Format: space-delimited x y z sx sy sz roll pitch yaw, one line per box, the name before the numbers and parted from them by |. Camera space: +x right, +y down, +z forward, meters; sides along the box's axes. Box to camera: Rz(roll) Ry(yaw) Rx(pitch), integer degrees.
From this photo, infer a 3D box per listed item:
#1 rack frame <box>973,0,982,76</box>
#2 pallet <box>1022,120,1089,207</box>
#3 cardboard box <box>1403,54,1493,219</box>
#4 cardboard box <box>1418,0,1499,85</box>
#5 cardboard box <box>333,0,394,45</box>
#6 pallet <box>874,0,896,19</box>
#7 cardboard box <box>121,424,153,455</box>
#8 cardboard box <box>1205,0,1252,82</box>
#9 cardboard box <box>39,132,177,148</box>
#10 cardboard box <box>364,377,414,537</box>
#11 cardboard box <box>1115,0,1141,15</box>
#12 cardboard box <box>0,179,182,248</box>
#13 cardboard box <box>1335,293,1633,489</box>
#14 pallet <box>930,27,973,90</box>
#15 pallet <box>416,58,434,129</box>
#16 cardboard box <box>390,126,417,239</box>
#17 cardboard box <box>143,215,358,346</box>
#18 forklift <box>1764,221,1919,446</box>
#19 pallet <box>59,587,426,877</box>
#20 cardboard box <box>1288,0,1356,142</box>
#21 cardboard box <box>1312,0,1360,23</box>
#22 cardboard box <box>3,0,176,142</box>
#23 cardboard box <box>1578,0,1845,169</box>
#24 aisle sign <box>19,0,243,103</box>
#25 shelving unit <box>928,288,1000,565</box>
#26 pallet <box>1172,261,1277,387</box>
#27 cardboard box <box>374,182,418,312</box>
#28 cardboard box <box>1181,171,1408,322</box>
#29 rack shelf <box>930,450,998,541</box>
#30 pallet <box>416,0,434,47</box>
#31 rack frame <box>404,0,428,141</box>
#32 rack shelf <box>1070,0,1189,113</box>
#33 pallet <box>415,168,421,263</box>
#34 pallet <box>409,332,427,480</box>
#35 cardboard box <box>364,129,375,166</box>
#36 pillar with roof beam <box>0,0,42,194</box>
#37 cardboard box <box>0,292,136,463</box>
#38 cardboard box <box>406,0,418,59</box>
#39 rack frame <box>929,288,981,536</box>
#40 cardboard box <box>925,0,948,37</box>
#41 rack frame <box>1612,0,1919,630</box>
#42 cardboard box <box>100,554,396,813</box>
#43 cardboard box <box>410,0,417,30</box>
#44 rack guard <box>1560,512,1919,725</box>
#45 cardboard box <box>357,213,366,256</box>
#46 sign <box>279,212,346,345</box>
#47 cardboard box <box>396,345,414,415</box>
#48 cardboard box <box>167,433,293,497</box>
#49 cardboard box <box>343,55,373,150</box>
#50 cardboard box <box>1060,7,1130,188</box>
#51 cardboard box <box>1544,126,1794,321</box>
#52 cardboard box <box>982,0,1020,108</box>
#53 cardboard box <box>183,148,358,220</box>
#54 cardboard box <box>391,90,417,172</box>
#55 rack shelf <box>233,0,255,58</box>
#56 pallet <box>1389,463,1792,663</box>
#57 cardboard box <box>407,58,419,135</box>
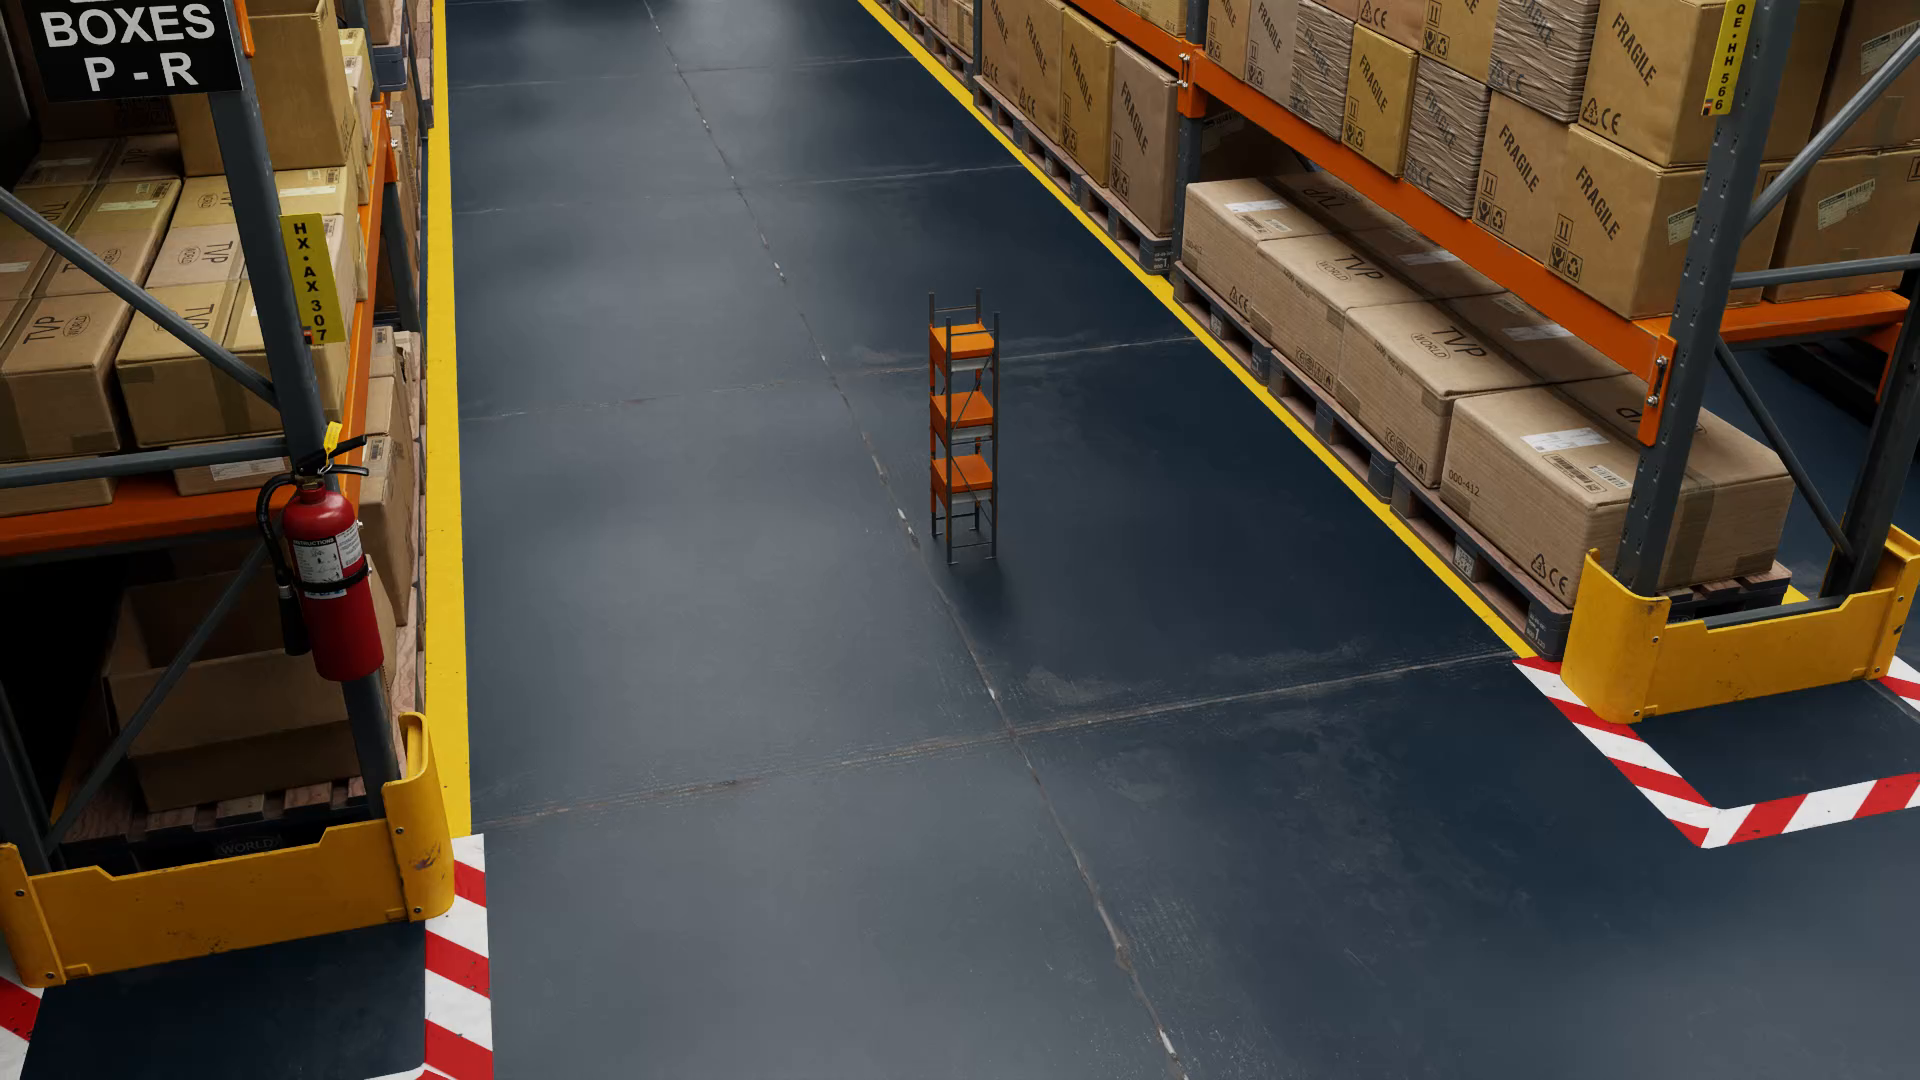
rack frame | 0.594 -4.698 11.873 1.000 3.000 0.127 -8 31 -13
pallet | 1.051 -2.512 10.880 1.003 0.211 1.213 -8 31 -13
cardboard box | 2.070 -1.567 6.363 0.500 0.500 0.500 -7 31 -12
cardboard box | 2.065 -1.999 6.112 0.500 0.500 0.500 -8 31 -14
cardboard box | -3.042 -2.593 7.716 0.700 0.500 0.500 -7 31 -12
pallet | -0.260 -5.047 15.260 1.003 0.211 1.213 -8 31 -13
cardboard box | -2.422 -0.319 4.557 0.380 0.149 0.250 -7 31 -12
cardboard box | 1.528 -2.548 8.058 0.500 0.500 0.500 -7 31 -12
cardboard box | -2.983 -1.402 6.031 0.500 0.250 0.500 -7 31 -12
cardboard box | -2.371 -0.267 6.293 0.500 0.500 0.500 -7 31 -12
cardboard box | 1.160 -3.131 9.314 0.500 0.250 0.500 -8 31 -14
cardboard box | -2.708 -0.912 5.185 0.500 0.250 0.500 -7 31 -12
cardboard box | 2.195 -0.654 7.023 0.875 0.438 0.875 -7 31 -12
pallet | 0.388 -3.869 13.224 1.003 0.211 1.213 -8 31 -13
pallet | -4.371 -3.232 12.124 1.003 0.211 1.213 -8 31 -13
cardboard box | -3.319 -1.965 9.227 0.500 0.500 0.500 -9 31 -15
cardboard box | -2.062 -0.735 4.878 0.500 0.250 0.500 -8 31 -13
forklift | 4.638 -2.066 7.393 1.130 2.935 3.031 -5 30 -9
pallet | -2.300 0.613 5.481 1.003 0.211 1.213 -8 31 -13
cardboard box | 1.783 -2.063 7.221 0.500 0.500 0.500 -8 31 -13
cardboard box | 1.802 -2.486 6.953 0.500 0.500 0.500 -7 31 -12
cardboard box | -2.990 -1.738 5.863 0.500 0.500 0.500 -9 31 -15
cardboard box | 2.360 -1.512 5.269 0.500 0.500 0.500 -7 31 -12
aisle sign | -1.766 -1.304 3.413 0.394 0.787 0.004 -8 31 -13
shelving unit | 0.014 -0.429 6.442 0.215 1.050 0.252 -8 31 -13
pallet | 1.782 -1.182 8.581 1.003 0.211 1.213 -8 31 -13
cardboard box | -3.040 -1.468 8.368 0.500 0.500 0.500 -7 31 -11
cardboard box | 1.719 -1.522 8.523 0.875 0.438 0.875 -8 31 -14
rack shelf | 0.014 -0.179 6.587 0.215 0.259 0.240 -8 31 -13
pallet | -5.019 -4.411 14.160 1.003 0.211 1.213 -8 31 -13
rack frame | -4.191 -4.036 10.729 1.000 3.000 0.127 -8 31 -13
rack shelf | 1.125 -3.421 10.384 1.077 0.370 4.000 -8 31 -13
pallet | -3.709 -1.876 9.780 1.003 0.211 1.213 -8 31 -13
pallet | -2.948 -0.566 7.517 1.003 0.211 1.213 -8 31 -13
cardboard box | -2.618 -1.630 6.823 0.380 0.149 0.250 -7 31 -12
pillar with roof beam | 0.338 -4.817 6.090 9.100 9.000 0.400 -8 31 -13
cardboard box | -2.445 -0.423 4.340 0.500 0.250 0.500 -7 31 -12
cardboard box | -4.524 -3.808 12.286 0.875 0.625 0.625 -7 31 -12
rack frame | -0.018 -0.487 6.544 0.200 1.050 0.008 -8 31 -13
cardboard box | 0.250 -4.372 13.513 0.950 0.372 0.625 -8 31 -14
rack frame | 2.717 -0.834 5.197 1.000 3.000 0.127 -8 31 -13
cardboard box | -2.138 0.418 5.106 0.797 0.503 0.637 -9 31 -15
cardboard box | -4.904 -4.496 13.475 0.875 0.625 0.625 -8 31 -14
rack guard | 2.724 0.259 5.803 1.175 0.500 0.348 -8 31 -13
cardboard box | -2.273 -1.012 5.755 0.380 0.149 0.250 -7 31 -12
sign | -1.544 -0.619 3.962 0.100 0.325 0.005 -8 31 -13
cardboard box | -2.603 -0.700 7.276 0.396 0.266 0.258 -7 31 -11
cardboard box | -1.890 -0.259 4.454 0.380 0.149 0.250 -8 31 -14
cardboard box | -2.611 -1.715 6.571 0.500 0.250 0.500 -8 31 -13
cardboard box | 1.167 -2.752 10.213 0.875 0.875 0.875 -7 31 -12
cardboard box | 2.334 -1.075 5.514 0.500 0.500 0.500 -8 31 -13
cardboard box | 0.697 -3.616 11.704 0.875 0.875 0.875 -8 31 -14
cardboard box | -2.356 -1.223 5.722 0.500 0.250 0.500 -9 31 -15
cardboard box | -3.607 -2.465 10.091 0.500 0.500 0.500 -7 31 -11
rack shelf | -2.598 -2.125 5.151 1.077 0.370 4.000 -8 31 -13
pallet | 2.430 -0.003 6.545 1.003 0.211 1.213 -8 31 -13
cardboard box | -3.871 -2.961 10.947 0.500 0.500 0.500 -7 31 -12
